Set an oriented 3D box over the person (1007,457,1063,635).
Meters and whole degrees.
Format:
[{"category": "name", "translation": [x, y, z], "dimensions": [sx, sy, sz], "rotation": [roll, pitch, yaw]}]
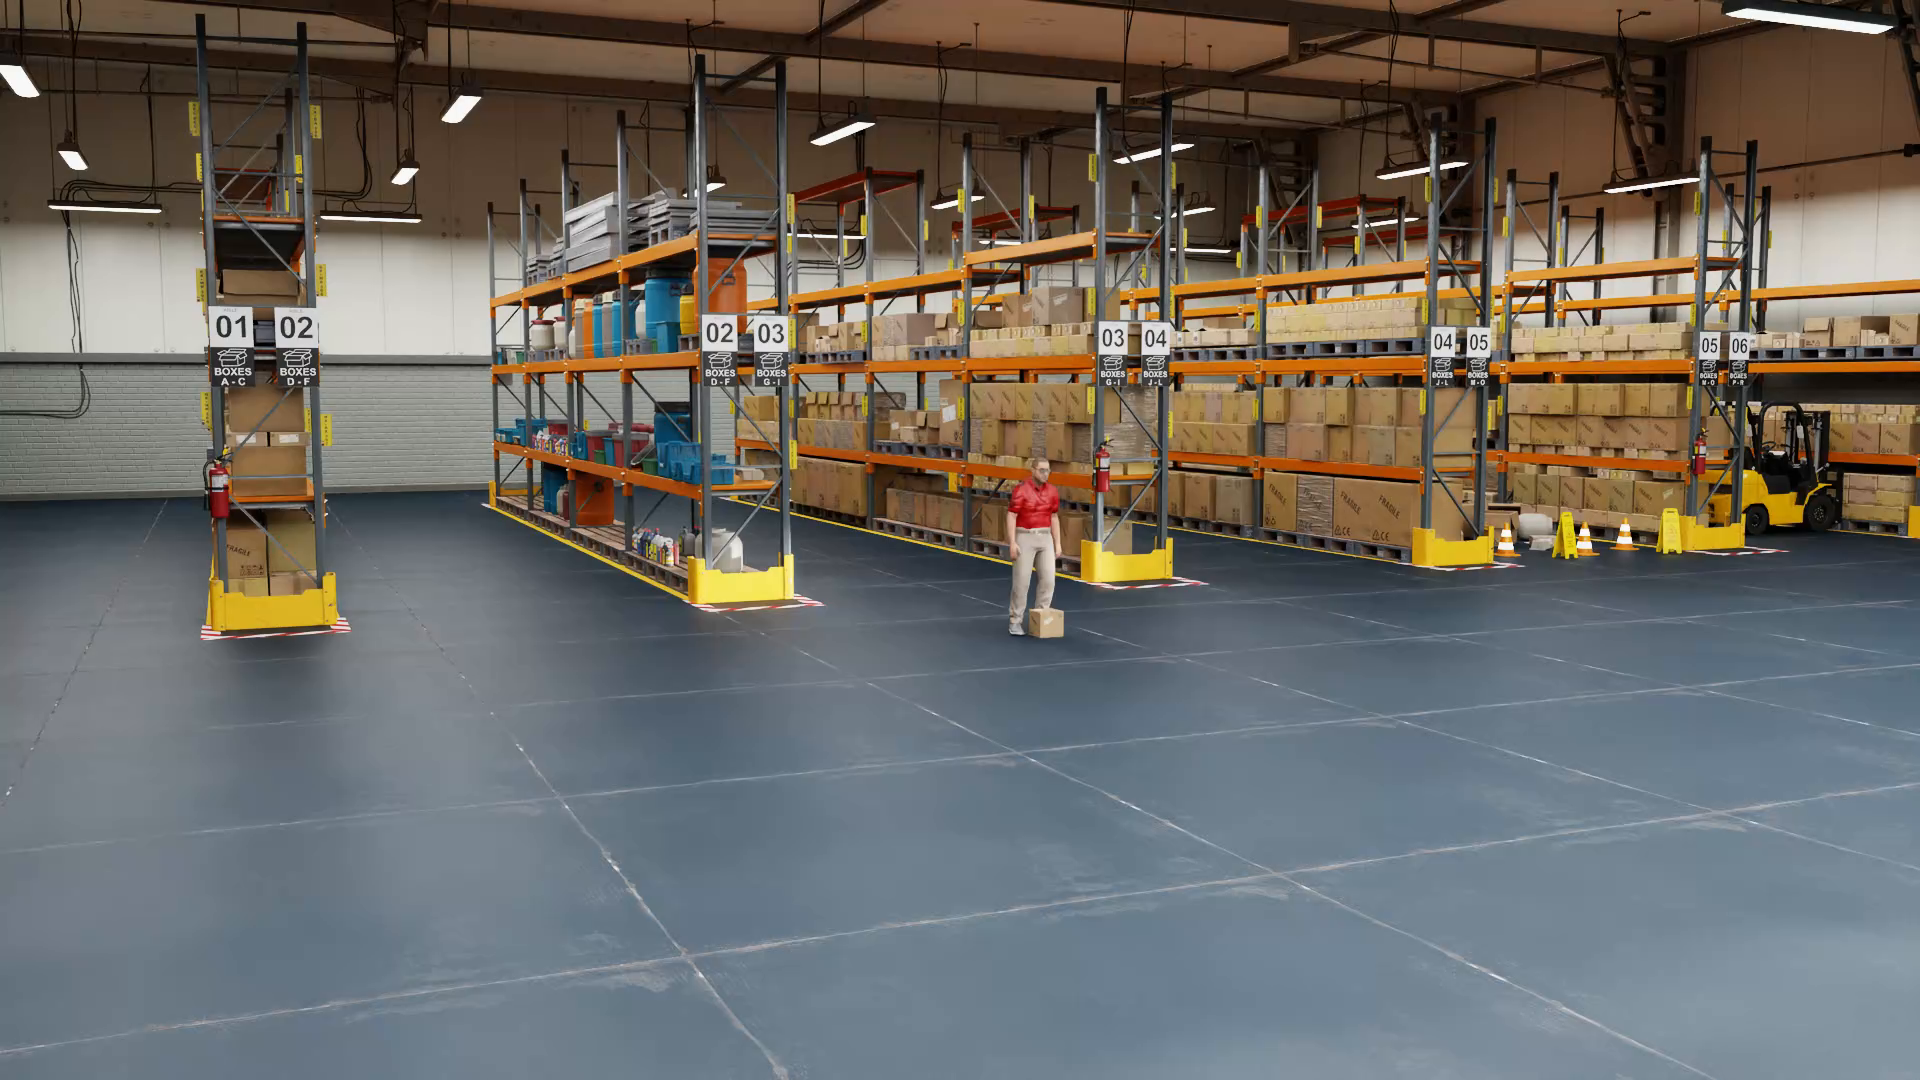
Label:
[{"category": "person", "translation": [0.733, 0.048, 16.312], "dimensions": [0.602, 1.728, 0.384], "rotation": [-3, 6, -26]}]
